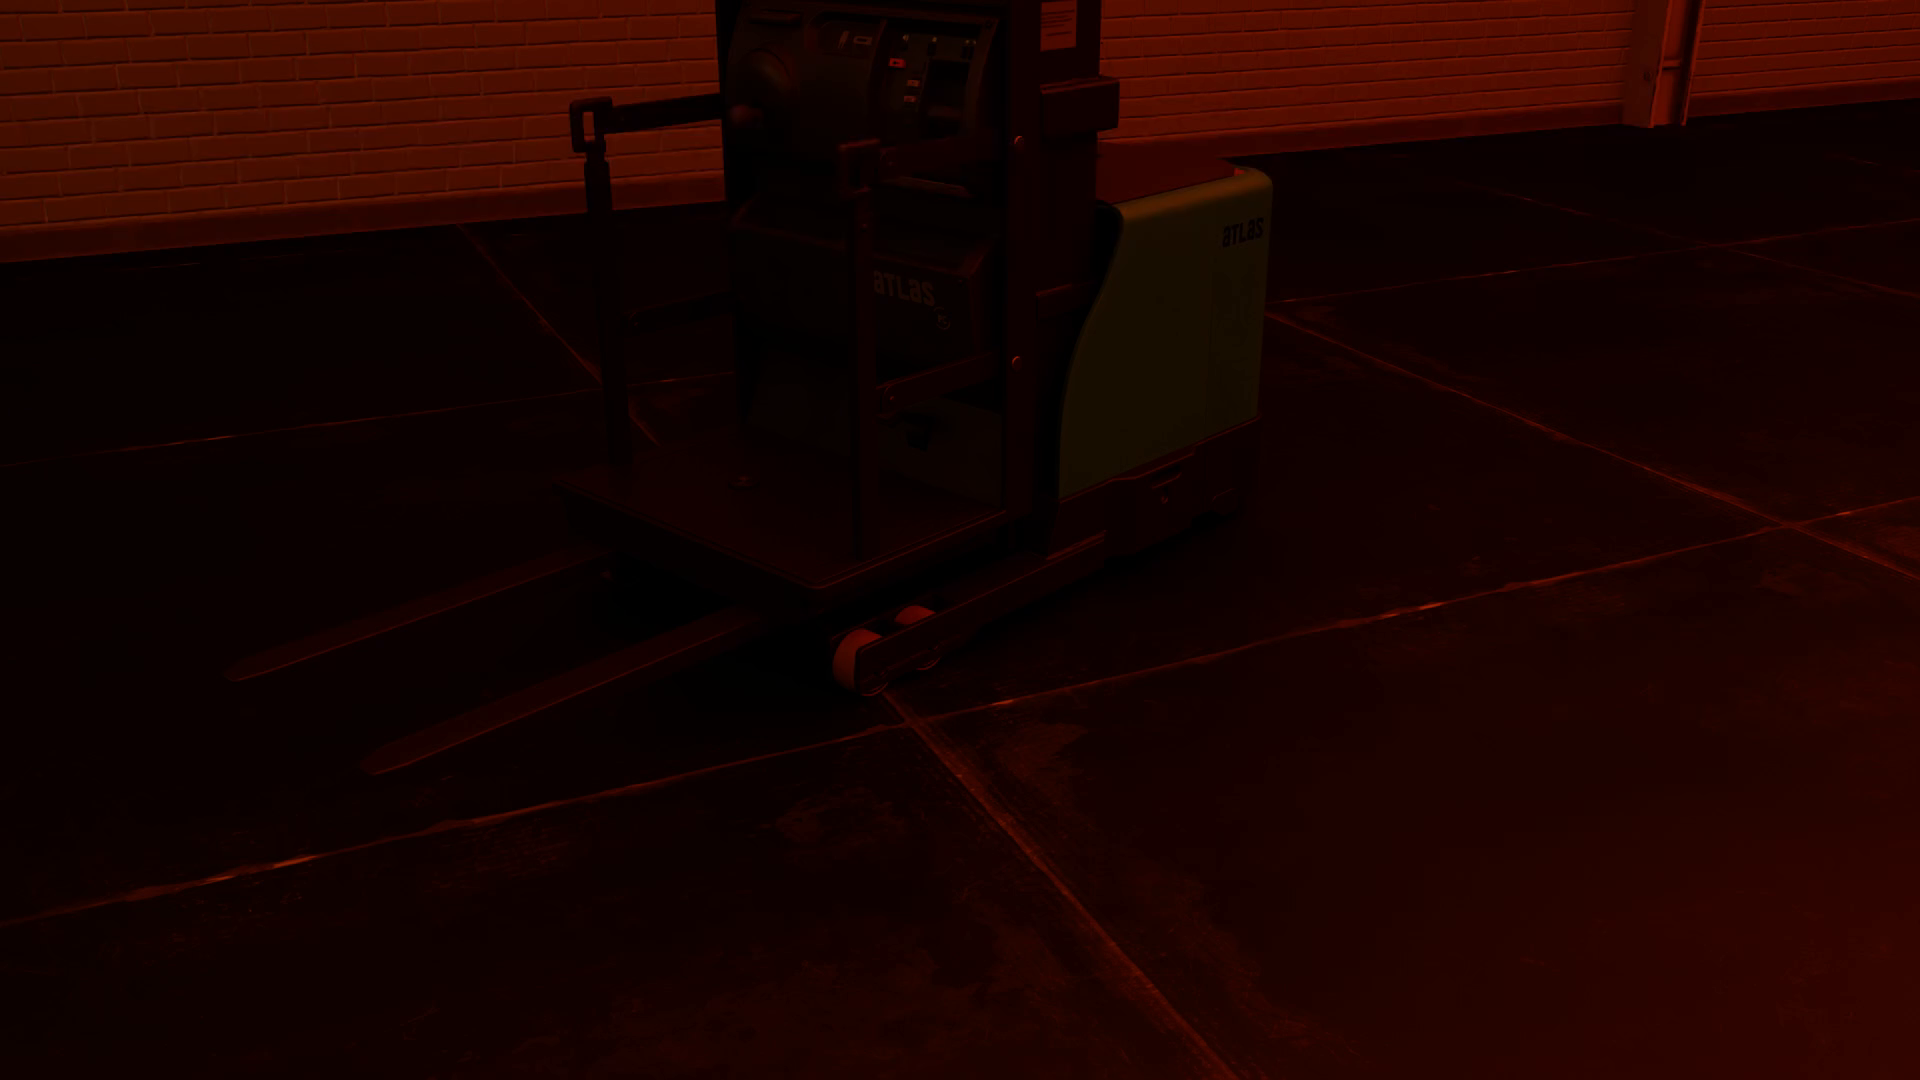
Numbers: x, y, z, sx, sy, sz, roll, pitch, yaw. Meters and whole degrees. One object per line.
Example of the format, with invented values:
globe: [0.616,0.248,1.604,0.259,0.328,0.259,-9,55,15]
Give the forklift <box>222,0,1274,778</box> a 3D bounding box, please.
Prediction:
forklift: [-0.413,-1.182,4.131,1.130,2.935,3.031,19,29,39]
